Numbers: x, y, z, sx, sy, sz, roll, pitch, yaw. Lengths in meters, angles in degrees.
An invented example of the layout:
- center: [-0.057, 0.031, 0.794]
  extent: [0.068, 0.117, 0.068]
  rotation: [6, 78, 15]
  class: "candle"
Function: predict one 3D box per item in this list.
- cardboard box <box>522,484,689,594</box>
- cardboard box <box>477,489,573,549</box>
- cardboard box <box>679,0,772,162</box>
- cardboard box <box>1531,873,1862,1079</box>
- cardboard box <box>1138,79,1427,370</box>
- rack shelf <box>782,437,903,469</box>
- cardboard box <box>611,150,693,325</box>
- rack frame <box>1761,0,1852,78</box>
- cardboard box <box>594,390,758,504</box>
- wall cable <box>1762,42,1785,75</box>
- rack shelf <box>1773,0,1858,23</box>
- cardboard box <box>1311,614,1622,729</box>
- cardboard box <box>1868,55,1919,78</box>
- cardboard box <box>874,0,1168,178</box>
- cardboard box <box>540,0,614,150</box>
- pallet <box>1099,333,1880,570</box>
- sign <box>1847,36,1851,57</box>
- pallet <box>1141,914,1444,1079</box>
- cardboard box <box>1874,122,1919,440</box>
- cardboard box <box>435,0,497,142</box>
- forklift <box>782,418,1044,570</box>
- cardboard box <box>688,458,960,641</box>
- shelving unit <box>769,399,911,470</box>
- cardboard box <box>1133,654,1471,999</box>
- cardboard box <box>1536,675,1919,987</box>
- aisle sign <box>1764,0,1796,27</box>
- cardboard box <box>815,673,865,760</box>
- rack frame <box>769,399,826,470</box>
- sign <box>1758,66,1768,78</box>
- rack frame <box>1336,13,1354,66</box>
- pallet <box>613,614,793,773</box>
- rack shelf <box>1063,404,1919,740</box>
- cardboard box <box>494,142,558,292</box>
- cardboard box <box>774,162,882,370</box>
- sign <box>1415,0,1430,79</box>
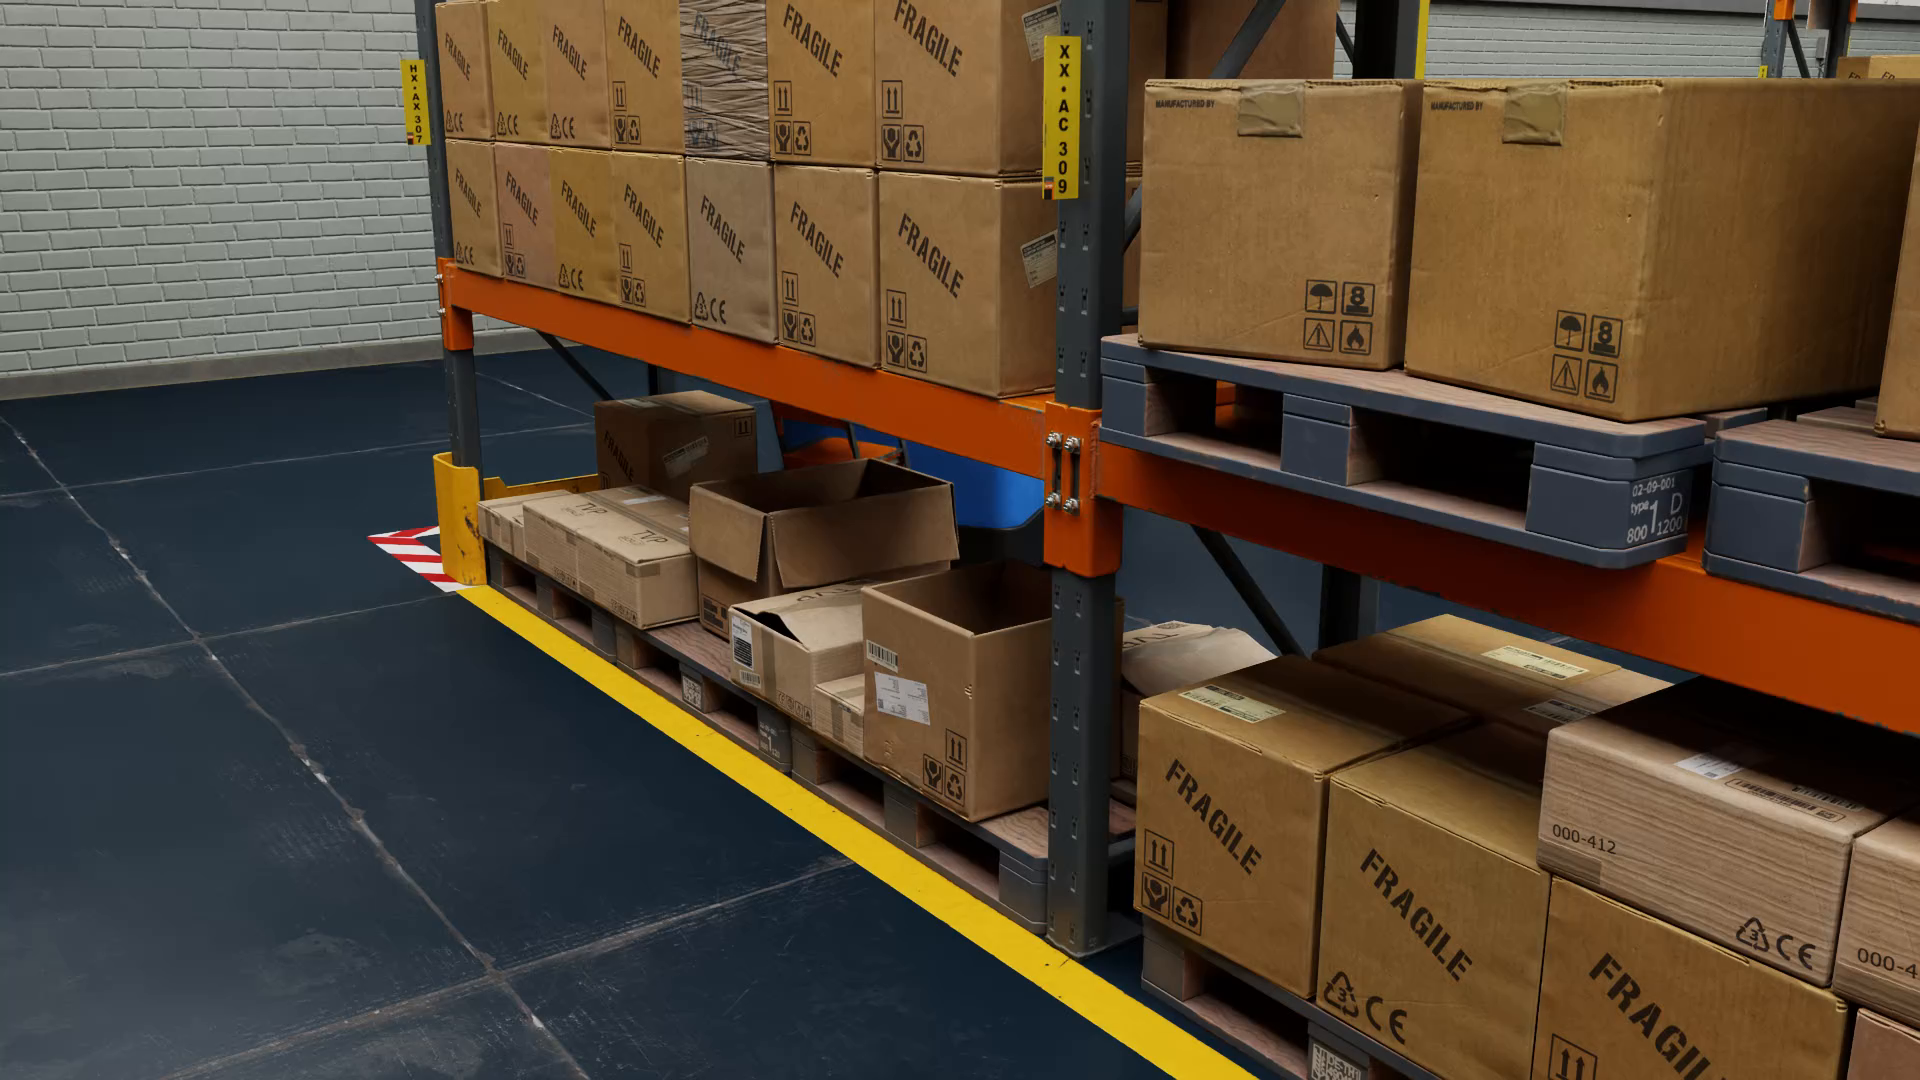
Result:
- center: [-1.321, -0.012, 6.312]
  extent: [0.500, 0.250, 0.500]
  rotation: [-11, 19, -35]
  class: "cardboard box"
- center: [-1.737, -0.087, 6.779]
  extent: [0.380, 0.149, 0.250]
  rotation: [-11, 19, -35]
  class: "cardboard box"
- center: [-0.459, -1.353, 4.756]
  extent: [0.500, 0.500, 0.500]
  rotation: [-11, 19, -34]
  class: "cardboard box"
- center: [1.345, 0.816, 2.814]
  extent: [0.500, 0.500, 0.500]
  rotation: [-11, 19, -34]
  class: "cardboard box"
- center: [0.745, -0.653, 3.297]
  extent: [0.500, 0.500, 0.700]
  rotation: [10, 18, 33]
  class: "cardboard box"
- center: [-0.441, -0.281, 6.475]
  extent: [0.258, 0.148, 0.480]
  rotation: [-26, 25, -35]
  class: "rack shelf"
- center: [-0.764, -0.981, 5.290]
  extent: [0.500, 0.500, 0.500]
  rotation: [-11, 19, -34]
  class: "cardboard box"
- center: [6.310, -2.930, 12.598]
  extent: [1.000, 3.000, 0.127]
  rotation: [-11, 19, -35]
  class: "rack frame"
- center: [-1.186, -0.321, 6.970]
  extent: [0.500, 0.500, 0.500]
  rotation: [-11, 19, -35]
  class: "cardboard box"
- center: [10.992, -6.173, 22.465]
  extent: [0.585, 1.953, 0.123]
  rotation: [-11, 19, -35]
  class: "wall cable"
- center: [7.486, -3.602, 10.736]
  extent: [1.077, 0.370, 4.000]
  rotation: [-11, 19, -35]
  class: "rack shelf"
- center: [1.169, 0.516, 3.911]
  extent: [0.500, 0.500, 0.500]
  rotation: [-11, 19, -35]
  class: "cardboard box"
- center: [6.668, -3.111, 11.561]
  extent: [0.500, 0.500, 0.500]
  rotation: [-11, 19, -36]
  class: "cardboard box"
- center: [0.140, -1.137, 3.964]
  extent: [0.500, 0.500, 0.500]
  rotation: [-11, 19, -34]
  class: "cardboard box"
- center: [-1.054, -1.569, 5.545]
  extent: [0.500, 0.500, 0.500]
  rotation: [-11, 19, -34]
  class: "cardboard box"
- center: [1.029, -0.258, 3.202]
  extent: [1.003, 0.211, 1.213]
  rotation: [-11, 19, -35]
  class: "pallet"
- center: [6.757, -3.684, 12.710]
  extent: [0.100, 0.325, 0.005]
  rotation: [-11, 19, -35]
  class: "sign"
- center: [1.156, 0.974, 3.617]
  extent: [1.003, 0.211, 1.213]
  rotation: [-11, 19, -35]
  class: "pallet"
- center: [1.736, -0.422, 2.450]
  extent: [0.500, 0.500, 0.700]
  rotation: [12, 19, 38]
  class: "cardboard box"
- center: [-1.657, -1.788, 6.342]
  extent: [0.500, 0.500, 0.500]
  rotation: [-10, 18, -33]
  class: "cardboard box"
- center: [0.189, -1.571, 7.763]
  extent: [1.130, 2.935, 3.031]
  rotation: [5, 16, 17]
  class: "forklift"
- center: [-0.462, 0.053, 5.596]
  extent: [0.797, 0.503, 0.637]
  rotation: [-11, 19, -35]
  class: "cardboard box"
- center: [-0.453, -0.343, 6.452]
  extent: [0.258, 1.200, 0.503]
  rotation: [-26, 25, -35]
  class: "shelving unit"
- center: [0.734, 0.596, 3.618]
  extent: [0.500, 0.500, 0.500]
  rotation: [-12, 19, -37]
  class: "cardboard box"
- center: [1.322, 0.448, 2.739]
  extent: [0.500, 0.250, 0.500]
  rotation: [-11, 19, -34]
  class: "cardboard box"
- center: [6.025, -4.152, 12.140]
  extent: [0.394, 0.787, 0.004]
  rotation: [-11, 19, -35]
  class: "aisle sign"
- center: [-0.186, 0.476, 4.722]
  extent: [0.380, 0.149, 0.250]
  rotation: [-11, 19, -35]
  class: "cardboard box"
- center: [-0.612, -0.381, 6.633]
  extent: [0.240, 1.200, 0.015]
  rotation: [-26, 25, -35]
  class: "rack frame"
- center: [5.858, -3.300, 12.163]
  extent: [0.100, 0.325, 0.005]
  rotation: [-11, 19, -35]
  class: "sign"
- center: [2.304, -2.161, 9.789]
  extent: [1.000, 3.000, 0.127]
  rotation: [-11, 19, -35]
  class: "rack frame"
- center: [-0.477, 0.399, 5.719]
  extent: [1.003, 0.211, 1.213]
  rotation: [-11, 19, -35]
  class: "pallet"
- center: [1.823, 0.235, 2.396]
  extent: [1.077, 0.370, 4.000]
  rotation: [-11, 19, -35]
  class: "rack shelf"
- center: [-1.350, -1.196, 6.074]
  extent: [0.500, 0.500, 0.500]
  rotation: [-11, 19, -35]
  class: "cardboard box"
- center: [-0.159, -0.764, 4.494]
  extent: [0.500, 0.500, 0.500]
  rotation: [-10, 18, -33]
  class: "cardboard box"
- center: [1.094, -1.184, 4.026]
  extent: [0.100, 0.325, 0.005]
  rotation: [-11, 19, -35]
  class: "sign"
